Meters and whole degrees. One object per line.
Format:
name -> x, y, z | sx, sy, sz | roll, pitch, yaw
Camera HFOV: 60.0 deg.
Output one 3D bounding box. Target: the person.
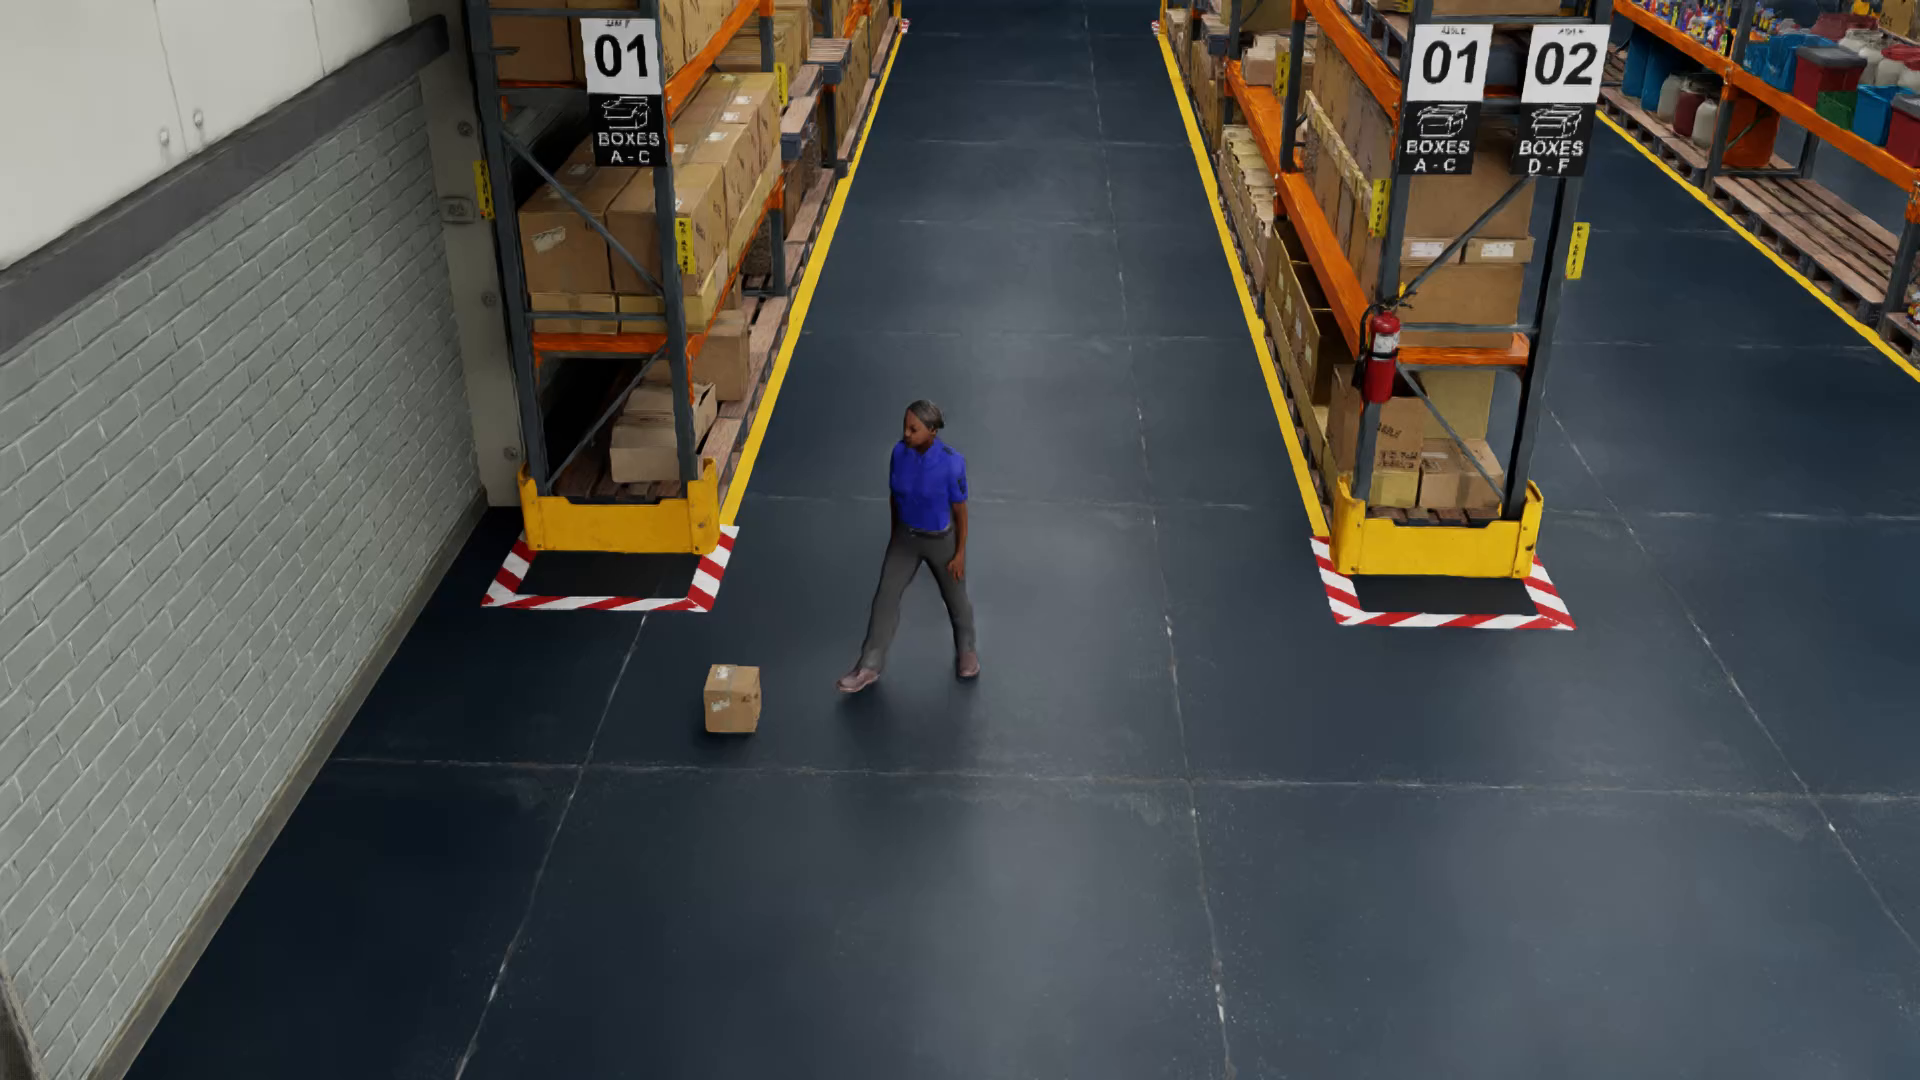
person -> -0.196, -0.036, 8.592 | 0.540, 1.555, 0.609 | 13, 31, 23
